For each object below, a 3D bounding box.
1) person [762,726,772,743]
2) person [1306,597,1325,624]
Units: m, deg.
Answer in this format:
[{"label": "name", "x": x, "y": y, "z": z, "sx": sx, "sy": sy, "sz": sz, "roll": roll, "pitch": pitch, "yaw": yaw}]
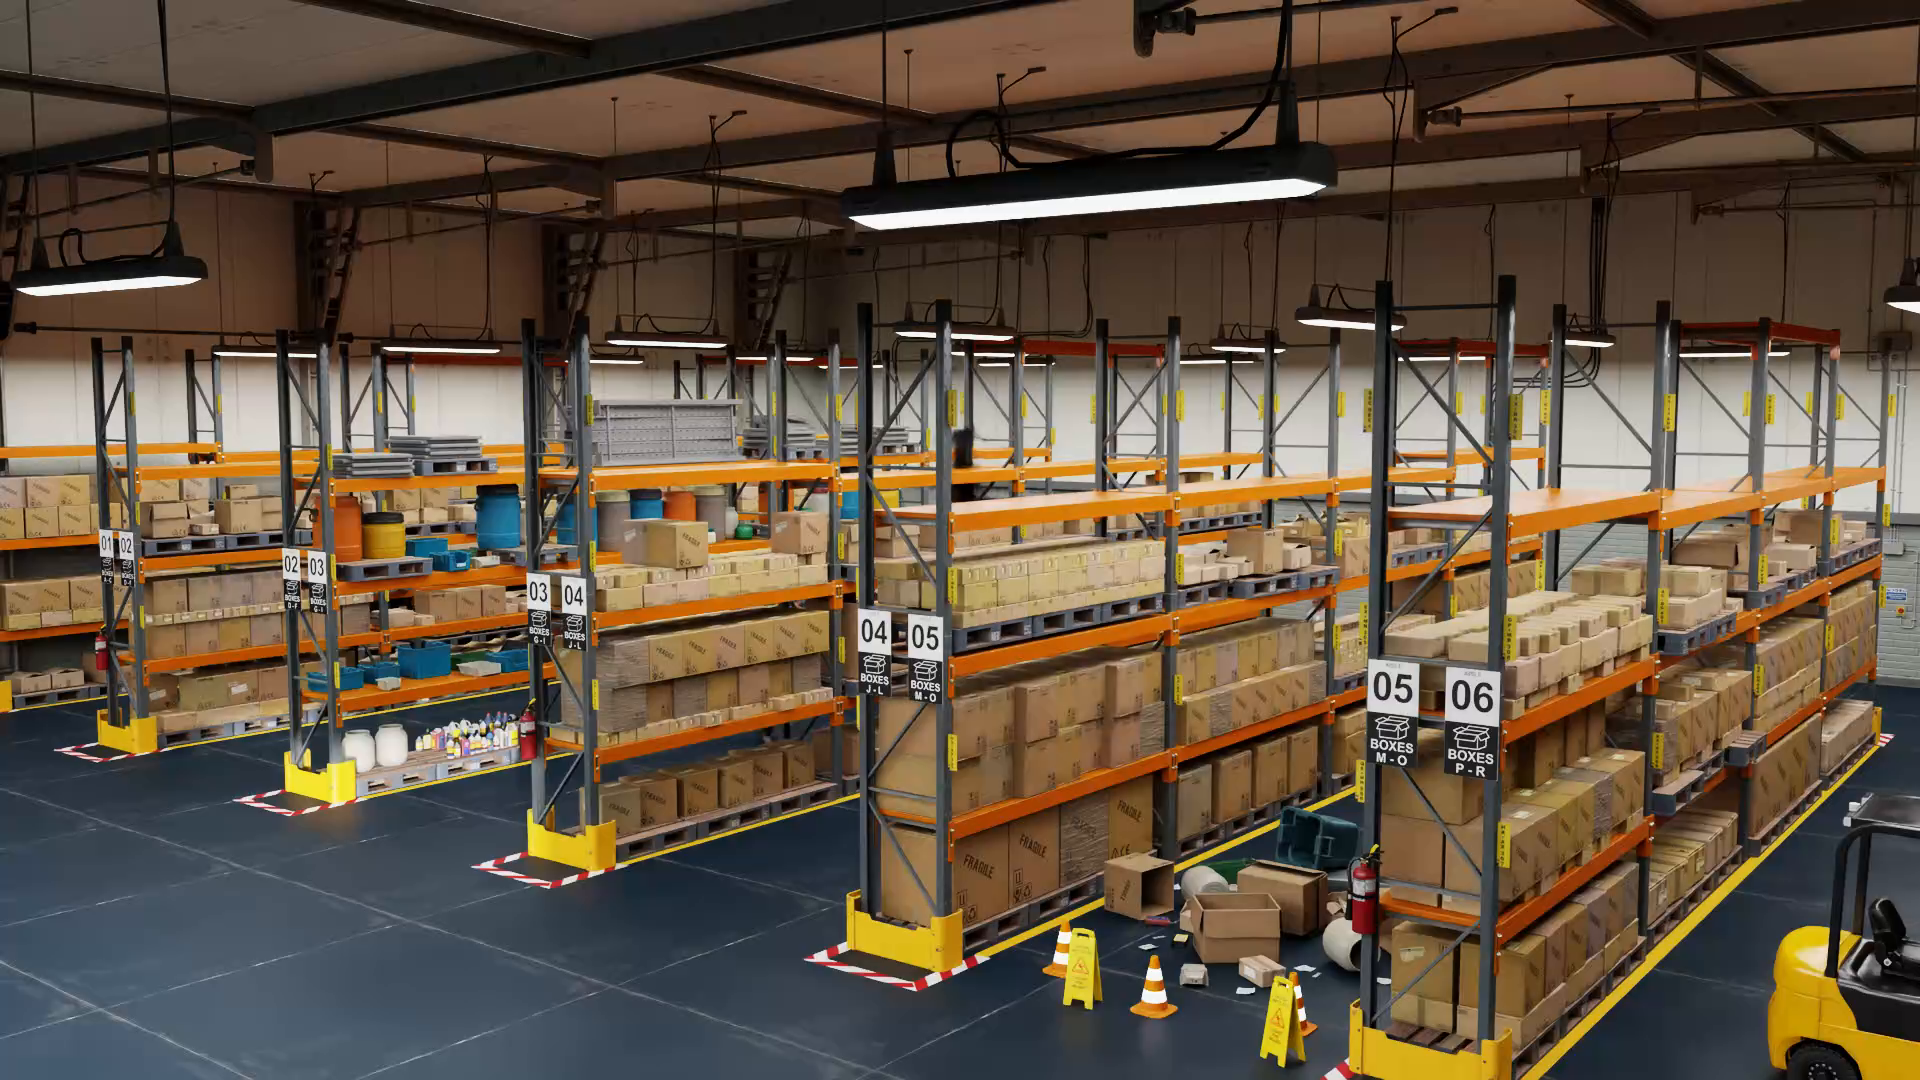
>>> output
[{"label": "person", "x": -2.995, "y": 2.238, "z": 24.560, "sx": 0.742, "sy": 1.599, "sz": 0.812, "roll": 1, "pitch": 5, "yaw": 10}, {"label": "person", "x": 6.371, "y": 1.797, "z": 29.556, "sx": 0.548, "sy": 1.603, "sz": 0.862, "roll": 2, "pitch": 5, "yaw": 23}]
